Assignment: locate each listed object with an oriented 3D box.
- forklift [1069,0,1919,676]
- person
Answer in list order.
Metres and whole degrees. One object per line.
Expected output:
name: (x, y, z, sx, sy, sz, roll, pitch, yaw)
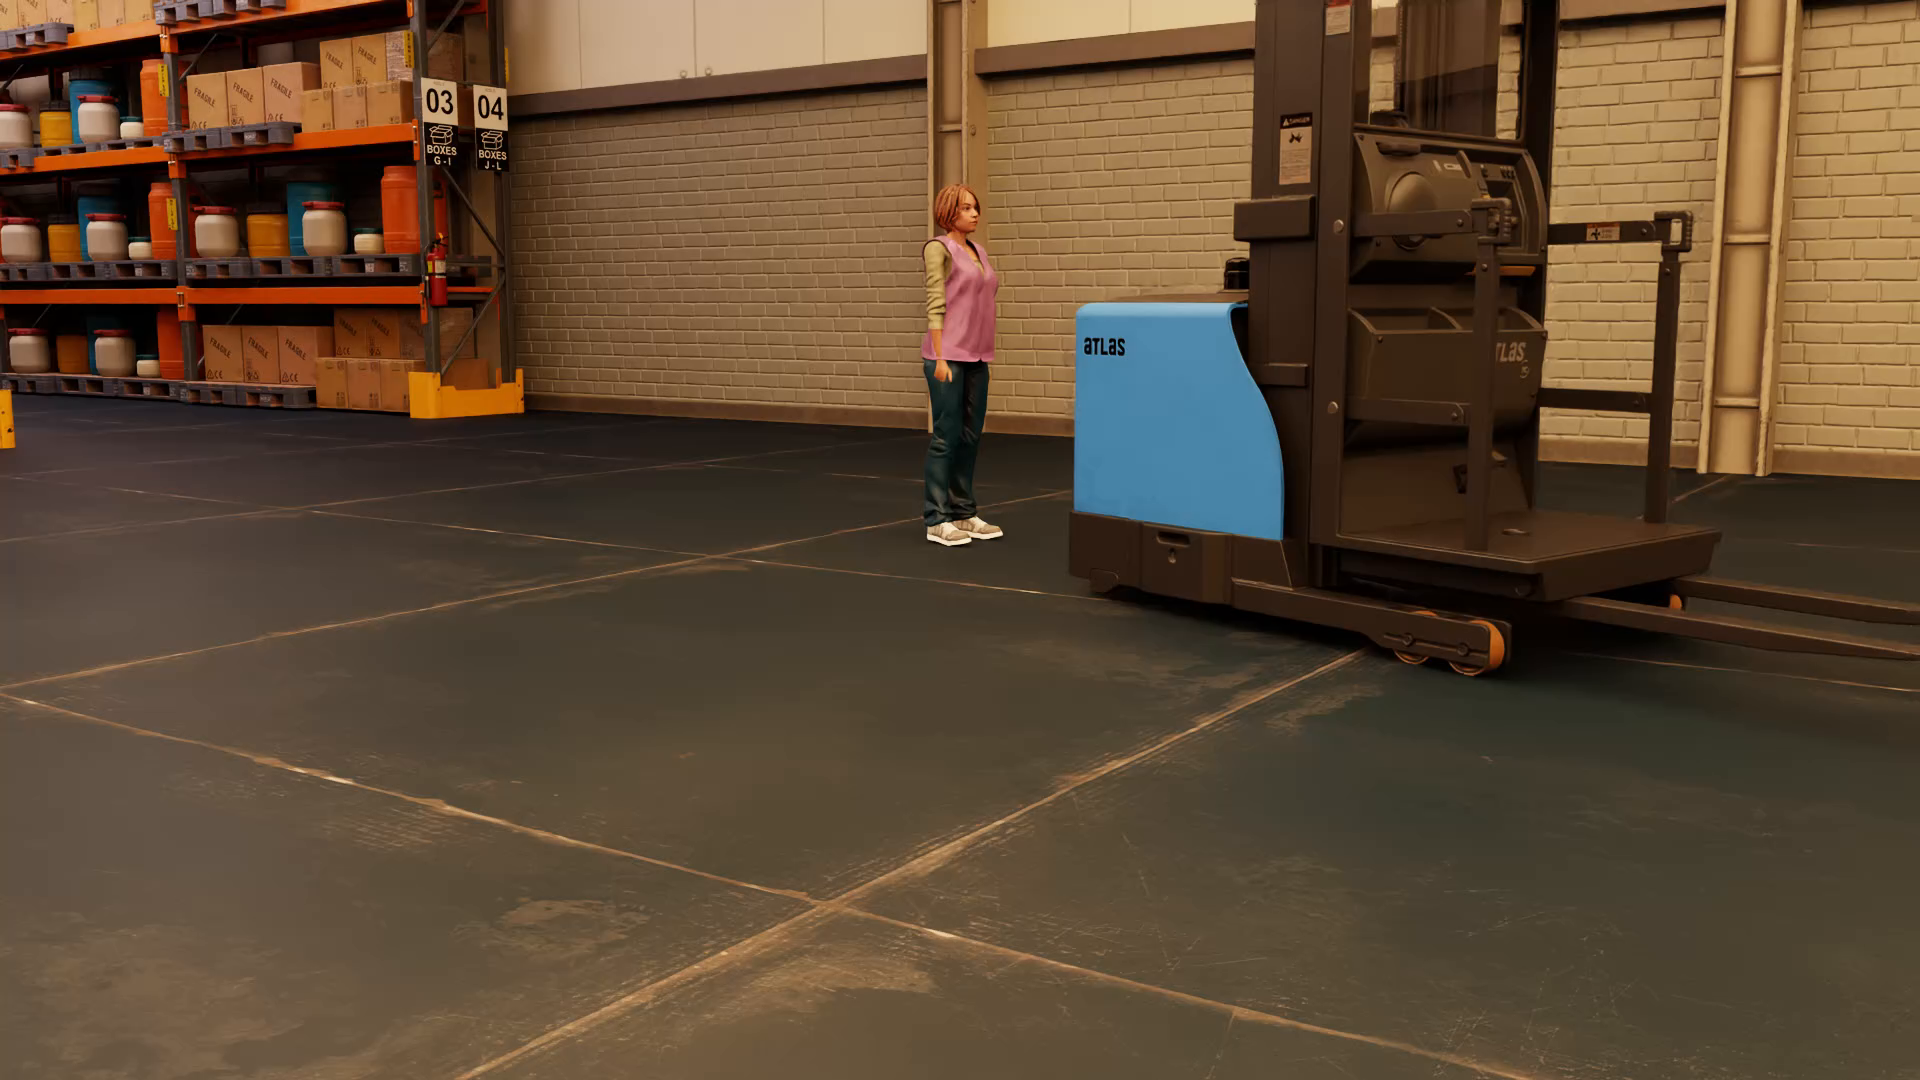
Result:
forklift: (1.715, -1.135, 5.171, 1.130, 2.935, 3.031, -6, 10, -38)
person: (0.002, -0.791, 7.493, 0.327, 1.602, 0.409, 5, 10, 34)
